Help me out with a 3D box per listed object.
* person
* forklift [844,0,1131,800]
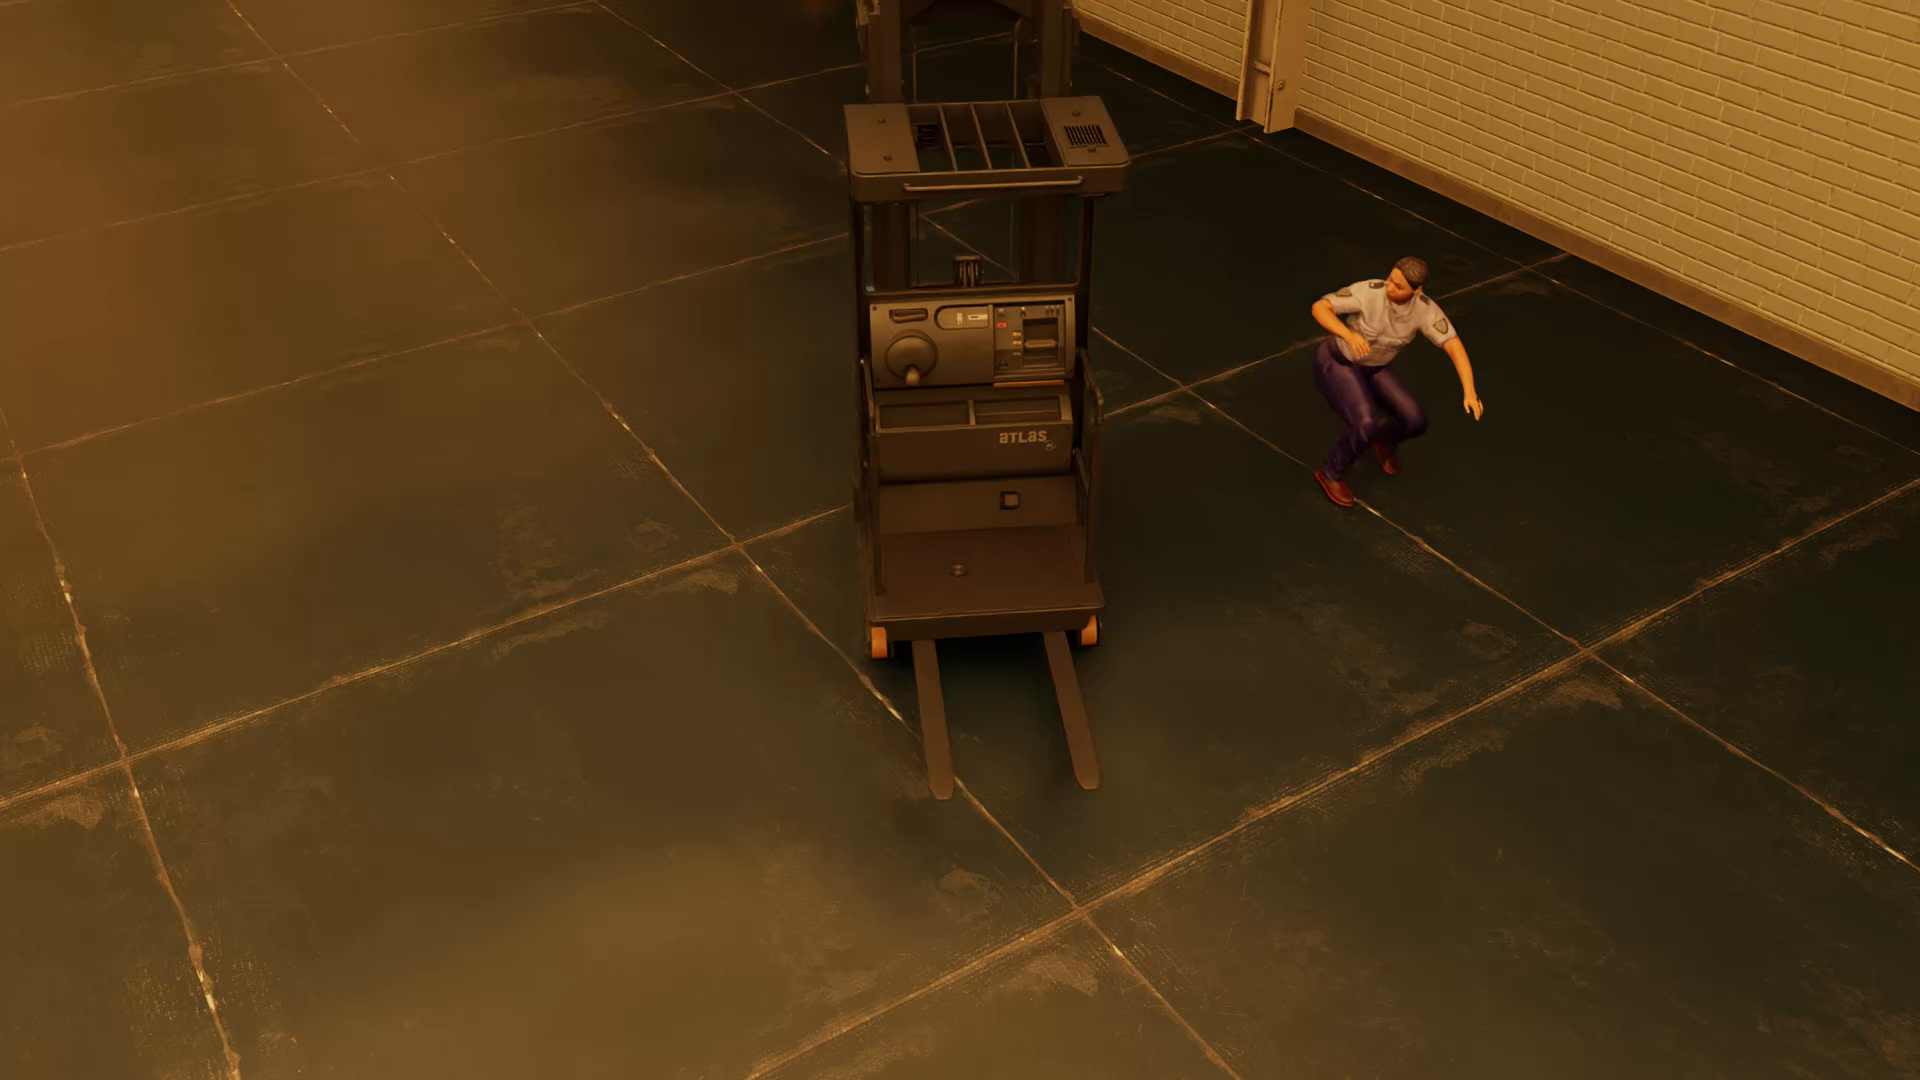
[{"bbox_3d":[2.211,-0.818,8.688,0.739,1.401,0.881,-11,37,-16],"label":"person"},{"bbox_3d":[0.084,-0.841,7.344,1.130,2.935,3.031,-3,35,-5],"label":"forklift"}]
